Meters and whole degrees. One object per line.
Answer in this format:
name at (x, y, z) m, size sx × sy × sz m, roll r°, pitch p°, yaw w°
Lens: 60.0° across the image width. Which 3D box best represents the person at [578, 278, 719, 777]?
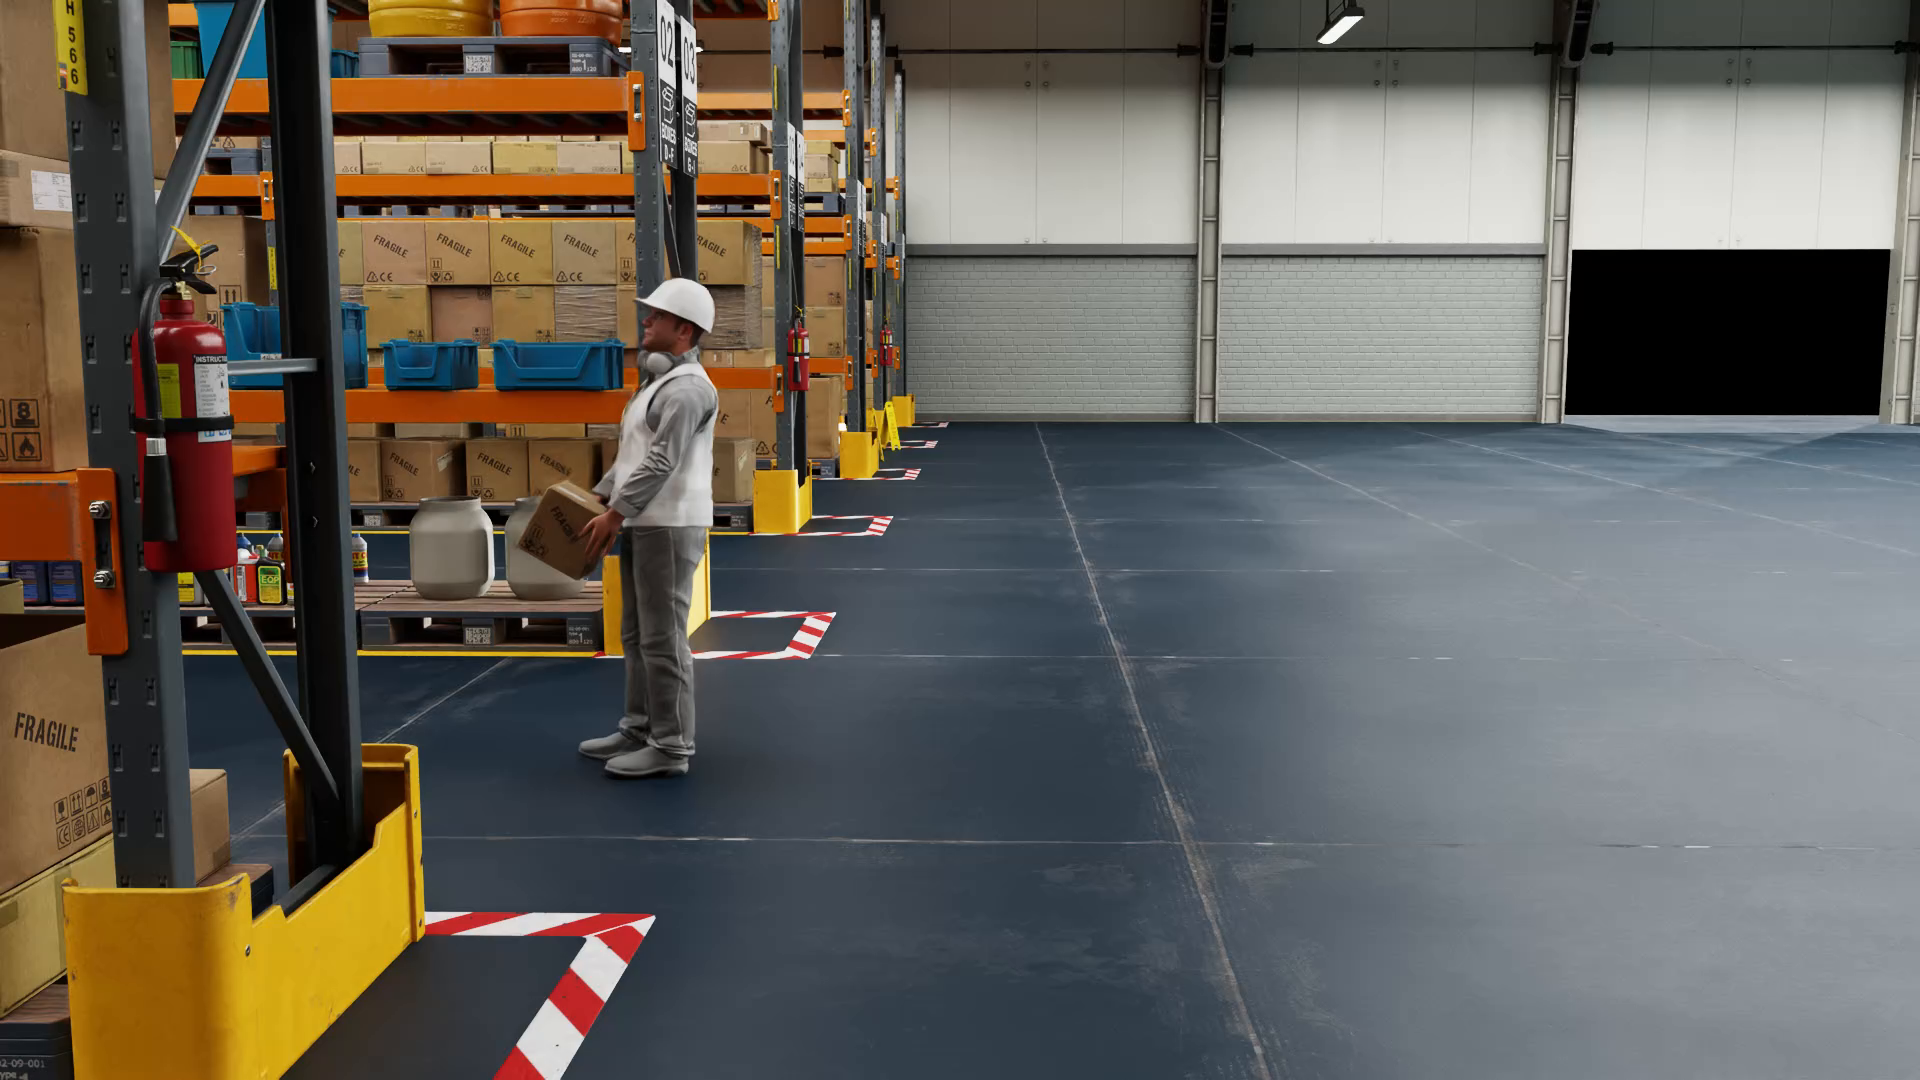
person at (-1.132, -0.045, 5.986) m, size 0.509 × 1.776 × 0.576 m, roll -2°, pitch 8°, yaw -19°
